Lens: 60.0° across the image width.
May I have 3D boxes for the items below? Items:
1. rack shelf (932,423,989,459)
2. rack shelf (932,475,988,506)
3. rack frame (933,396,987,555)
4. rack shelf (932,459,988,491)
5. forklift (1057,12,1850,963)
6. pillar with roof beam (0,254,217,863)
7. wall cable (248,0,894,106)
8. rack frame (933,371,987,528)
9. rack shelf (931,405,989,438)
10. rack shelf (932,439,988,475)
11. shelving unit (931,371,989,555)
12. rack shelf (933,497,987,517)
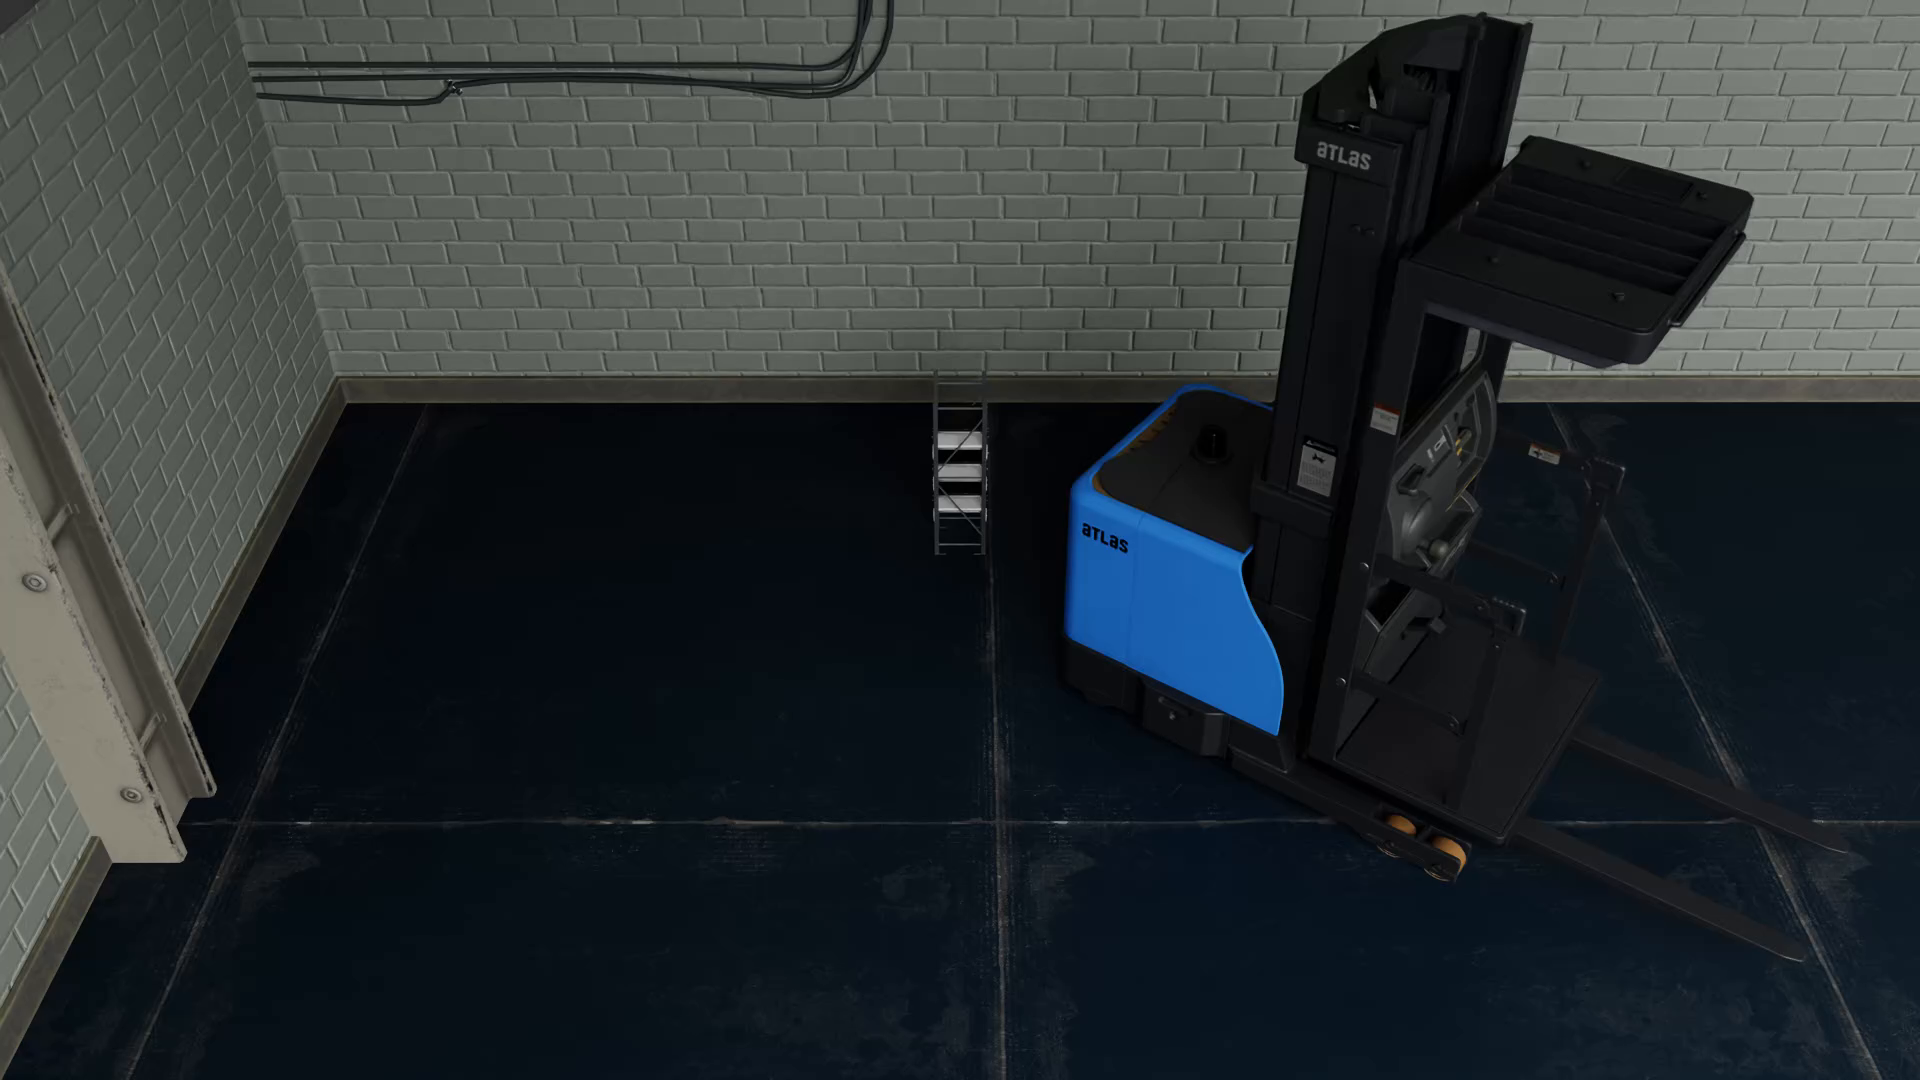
[{"bbox_3d":[0.000,-0.461,7.616,0.258,0.077,0.200,0,39,0],"label":"rack shelf"},{"bbox_3d":[0.000,-0.250,7.785,0.258,0.077,0.200,0,39,0],"label":"rack shelf"},{"bbox_3d":[0.000,-0.282,7.628,0.240,0.900,0.006,0,39,0],"label":"rack frame"},{"bbox_3d":[0.000,-0.320,7.729,0.258,0.077,0.200,0,39,0],"label":"rack shelf"},{"bbox_3d":[1.911,-0.221,5.928,3.031,2.935,1.130,24,45,27],"label":"forklift"},{"bbox_3d":[1.140,-2.391,3.783,9.100,9.000,0.400,0,39,0],"label":"pillar with roof beam"},{"bbox_3d":[-1.846,-3.019,7.050,3.097,2.526,0.112,0,39,0],"label":"wall cable"},{"bbox_3d":[0.000,-0.410,7.787,0.240,0.900,0.006,0,39,0],"label":"rack frame"},{"bbox_3d":[0.000,-0.531,7.560,0.258,0.077,0.200,0,39,0],"label":"rack shelf"},{"bbox_3d":[0.000,-0.390,7.672,0.258,0.077,0.200,0,39,0],"label":"rack shelf"},{"bbox_3d":[0.000,-0.346,7.708,0.258,0.900,0.210,0,39,0],"label":"shelving unit"},{"bbox_3d":[0.000,-0.180,7.841,0.258,0.077,0.200,0,39,0],"label":"rack shelf"}]
